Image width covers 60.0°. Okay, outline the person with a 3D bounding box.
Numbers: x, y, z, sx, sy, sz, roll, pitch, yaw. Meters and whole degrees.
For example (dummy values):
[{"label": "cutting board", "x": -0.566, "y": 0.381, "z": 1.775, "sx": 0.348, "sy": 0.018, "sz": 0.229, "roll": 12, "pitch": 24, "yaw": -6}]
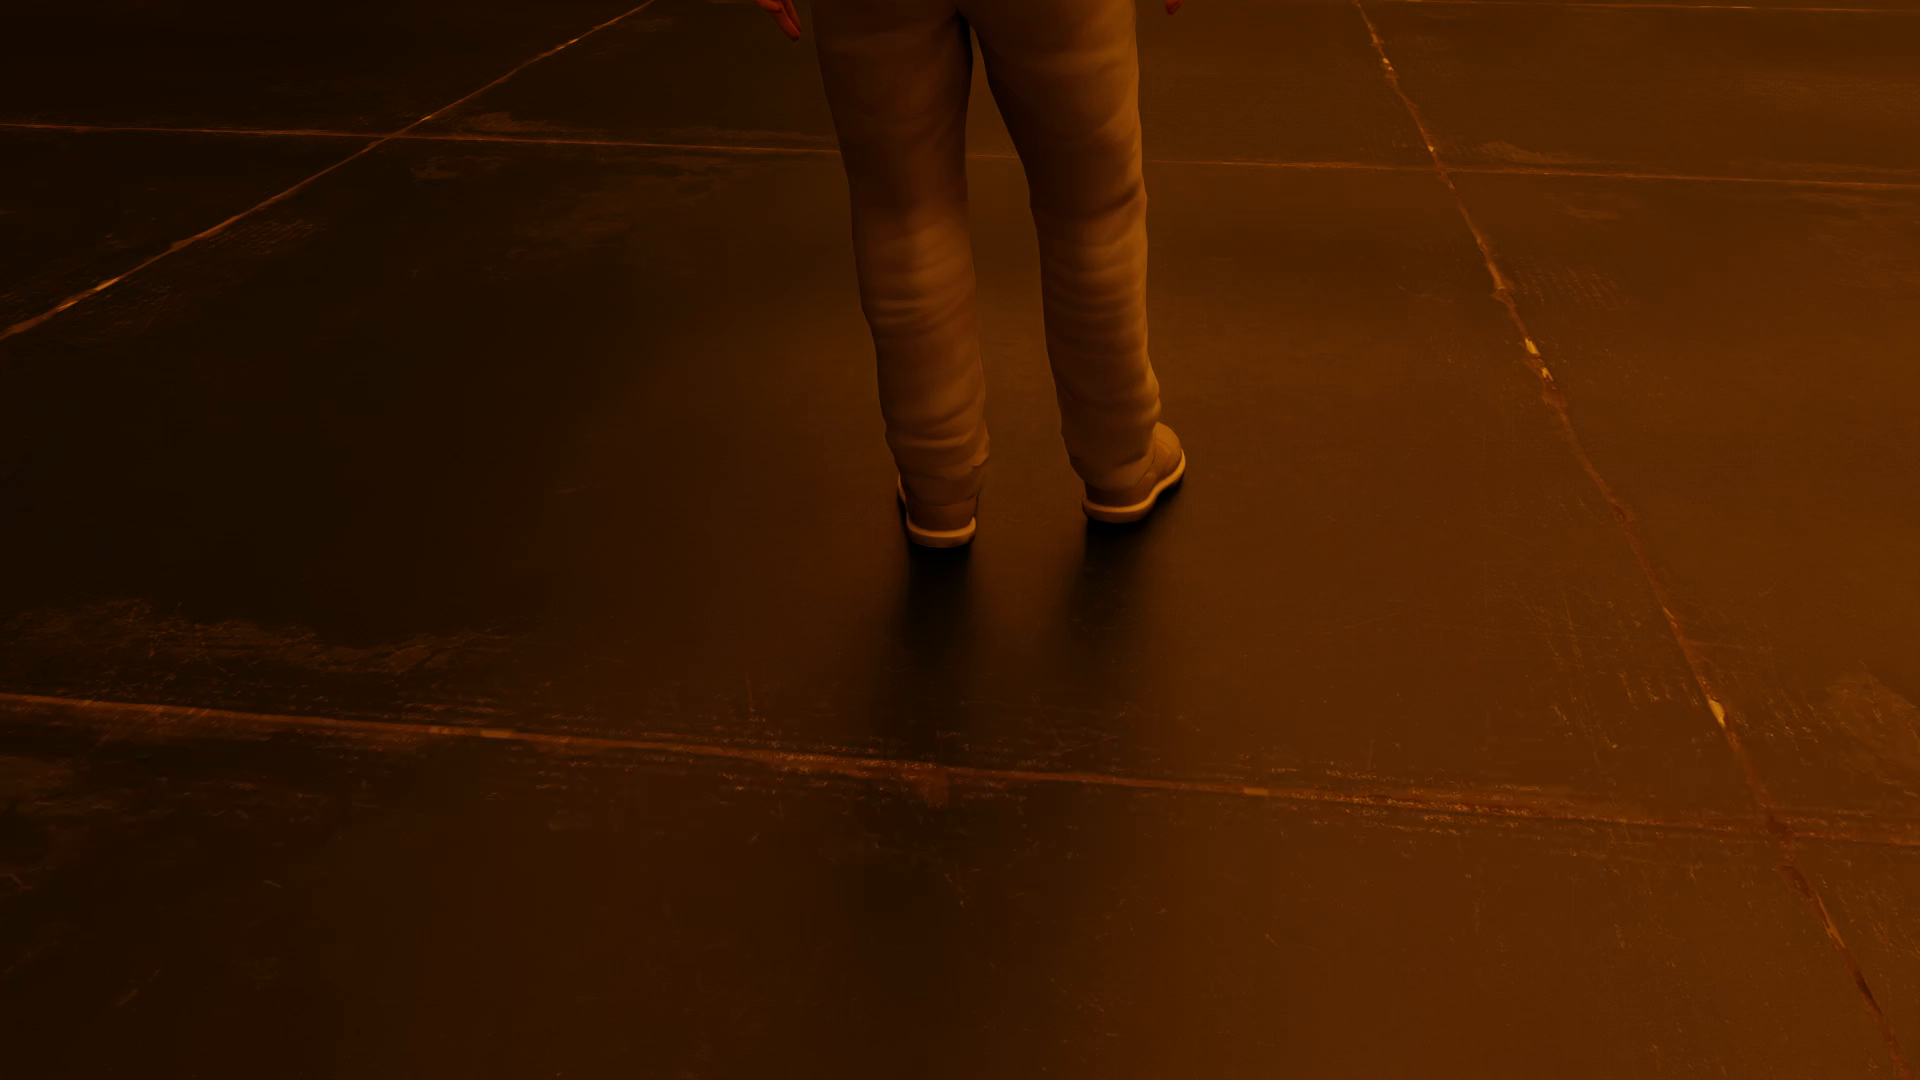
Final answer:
[{"label": "person", "x": 0.022, "y": -0.838, "z": 2.167, "sx": 0.641, "sy": 1.780, "sz": 0.574, "roll": 3, "pitch": 27, "yaw": 7}]
